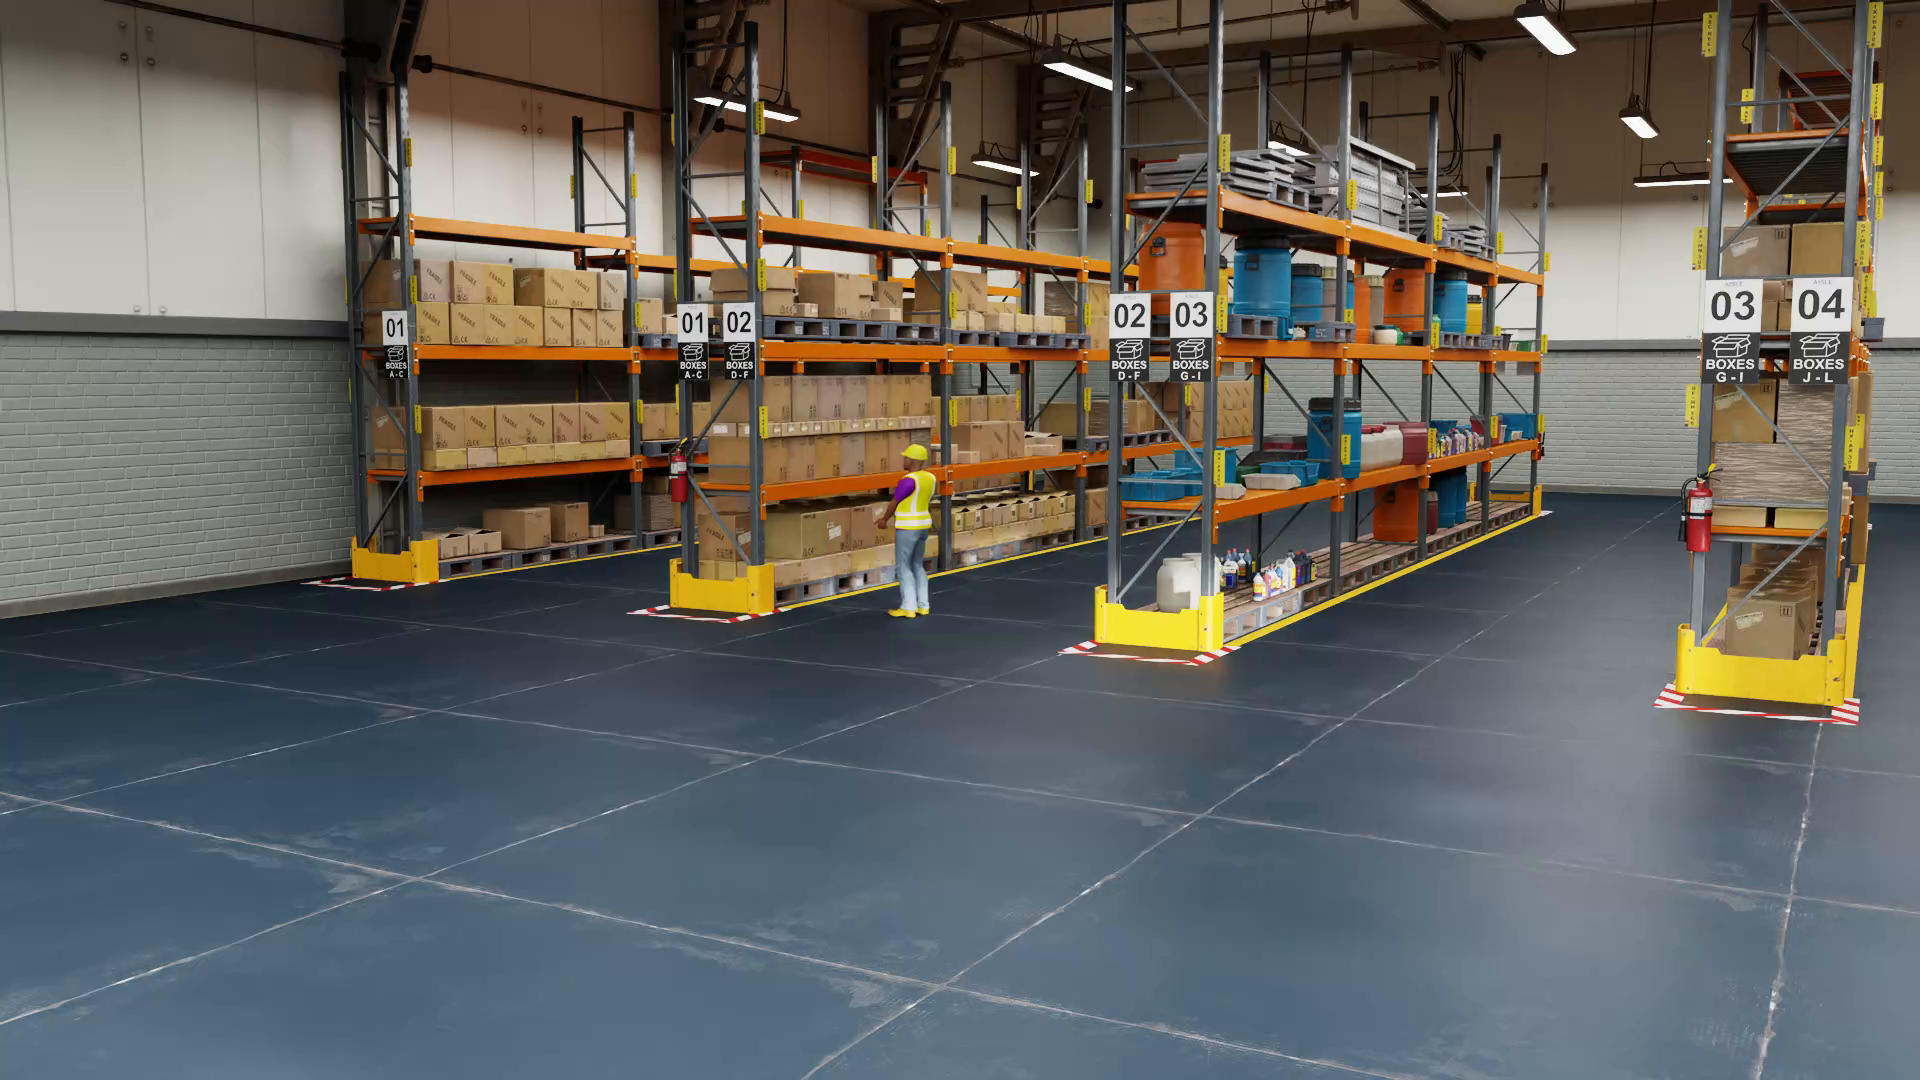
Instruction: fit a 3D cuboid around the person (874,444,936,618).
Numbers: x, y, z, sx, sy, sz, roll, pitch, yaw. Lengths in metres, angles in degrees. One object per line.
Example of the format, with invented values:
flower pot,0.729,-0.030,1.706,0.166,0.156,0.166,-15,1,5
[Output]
person,-0.578,-0.105,17.068,0.575,1.760,0.503,3,7,30
